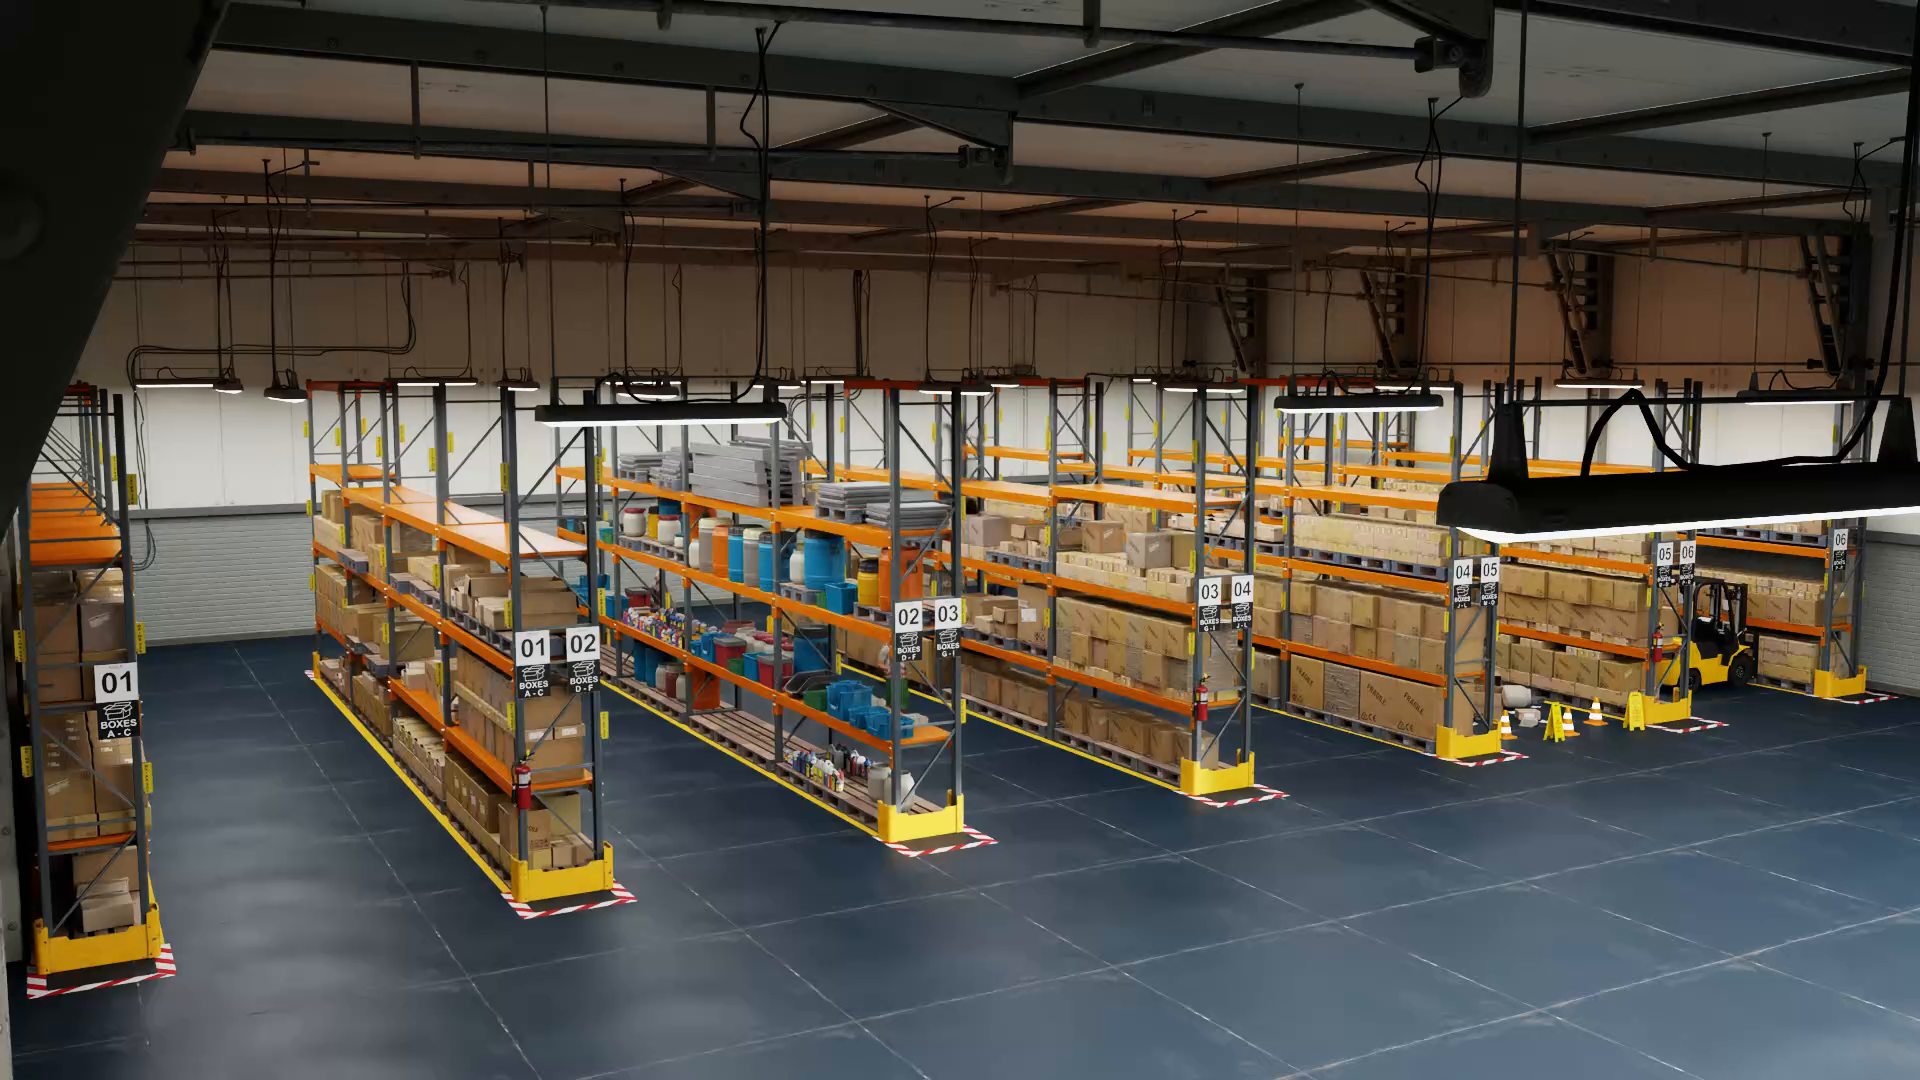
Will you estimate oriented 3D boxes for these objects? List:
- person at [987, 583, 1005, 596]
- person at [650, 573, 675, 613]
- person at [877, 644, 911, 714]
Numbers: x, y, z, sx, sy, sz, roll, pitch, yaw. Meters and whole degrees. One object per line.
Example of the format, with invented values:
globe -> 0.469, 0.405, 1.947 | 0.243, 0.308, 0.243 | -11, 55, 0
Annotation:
person -> 0.935, 1.071, 42.145 | 0.494, 1.589, 0.662 | 2, 6, 15
person -> -6.677, 1.572, 36.900 | 0.812, 1.703, 0.731 | 3, 7, 24
person -> -1.149, 2.395, 28.831 | 0.657, 1.771, 0.863 | -6, 8, -43
